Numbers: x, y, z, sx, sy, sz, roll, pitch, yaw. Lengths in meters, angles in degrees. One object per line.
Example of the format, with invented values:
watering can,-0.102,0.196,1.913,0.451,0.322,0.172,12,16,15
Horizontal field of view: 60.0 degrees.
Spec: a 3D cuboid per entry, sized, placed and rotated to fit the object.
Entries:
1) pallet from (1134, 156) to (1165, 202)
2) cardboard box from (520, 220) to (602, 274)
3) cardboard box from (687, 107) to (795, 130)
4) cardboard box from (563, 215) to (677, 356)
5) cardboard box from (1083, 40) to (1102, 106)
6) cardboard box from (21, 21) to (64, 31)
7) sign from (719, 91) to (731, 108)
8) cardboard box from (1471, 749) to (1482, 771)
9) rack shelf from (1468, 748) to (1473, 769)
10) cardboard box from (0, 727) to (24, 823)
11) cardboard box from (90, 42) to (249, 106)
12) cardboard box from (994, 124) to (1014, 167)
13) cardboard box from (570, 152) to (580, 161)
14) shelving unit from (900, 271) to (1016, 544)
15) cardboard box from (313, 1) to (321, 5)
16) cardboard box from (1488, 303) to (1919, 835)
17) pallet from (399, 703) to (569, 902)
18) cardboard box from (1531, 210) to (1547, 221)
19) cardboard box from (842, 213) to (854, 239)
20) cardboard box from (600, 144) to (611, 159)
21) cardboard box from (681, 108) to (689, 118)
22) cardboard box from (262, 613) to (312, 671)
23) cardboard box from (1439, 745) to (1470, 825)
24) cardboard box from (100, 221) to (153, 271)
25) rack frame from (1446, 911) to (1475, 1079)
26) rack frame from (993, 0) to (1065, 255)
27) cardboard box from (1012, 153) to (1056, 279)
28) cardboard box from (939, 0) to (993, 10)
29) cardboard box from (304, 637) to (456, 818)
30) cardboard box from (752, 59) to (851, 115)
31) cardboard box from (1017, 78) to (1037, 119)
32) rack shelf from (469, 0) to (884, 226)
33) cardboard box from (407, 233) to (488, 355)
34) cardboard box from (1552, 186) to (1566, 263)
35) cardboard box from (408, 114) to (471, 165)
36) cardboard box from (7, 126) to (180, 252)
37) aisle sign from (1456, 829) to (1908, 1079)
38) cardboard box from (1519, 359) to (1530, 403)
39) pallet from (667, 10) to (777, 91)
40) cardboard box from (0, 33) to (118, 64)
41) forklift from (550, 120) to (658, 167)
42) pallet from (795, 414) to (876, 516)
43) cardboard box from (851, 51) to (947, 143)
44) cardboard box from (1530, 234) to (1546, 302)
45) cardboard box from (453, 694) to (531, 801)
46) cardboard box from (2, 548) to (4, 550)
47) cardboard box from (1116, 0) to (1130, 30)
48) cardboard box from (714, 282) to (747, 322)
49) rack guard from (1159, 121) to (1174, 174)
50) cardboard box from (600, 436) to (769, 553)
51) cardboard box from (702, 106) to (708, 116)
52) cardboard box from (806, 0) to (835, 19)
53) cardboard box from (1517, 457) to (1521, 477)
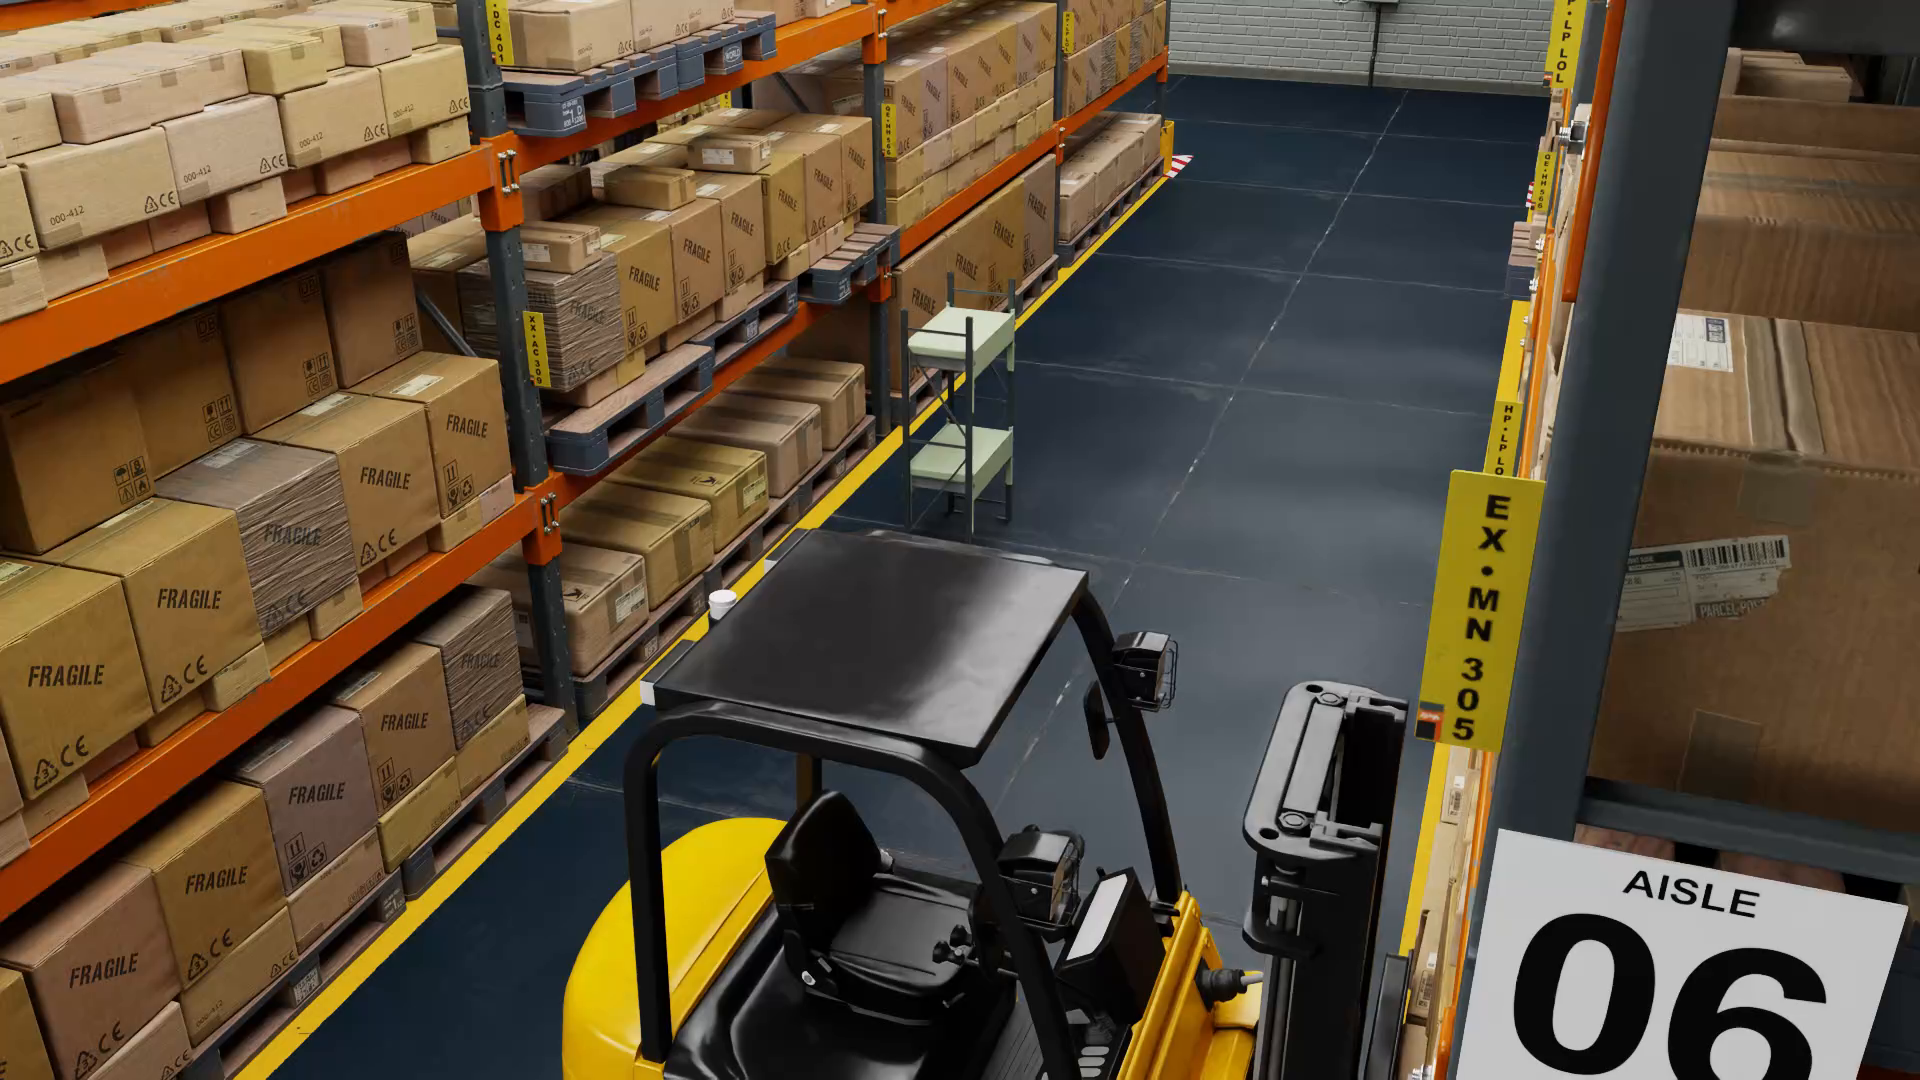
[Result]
pallet,1.512,-3.820,17.397,1.003,0.211,1.213,9,27,17
cardboard box,-1.799,-1.285,7.280,0.380,0.149,0.250,9,27,17
cardboard box,-1.326,-2.344,10.211,0.500,0.500,0.500,8,27,16
cardboard box,-1.697,-1.208,7.866,0.500,0.500,0.500,9,27,18
cardboard box,0.947,-4.177,14.820,0.500,0.500,0.500,9,27,18
cardboard box,-9.042,-4.819,16.146,0.500,0.500,0.500,10,27,19
sign,-1.483,-2.728,10.613,0.100,0.325,0.005,9,27,17
cardboard box,1.674,0.759,4.626,0.500,0.500,0.500,8,27,17
rack shelf,1.727,1.380,4.282,1.077,0.370,4.000,9,27,17
cardboard box,-3.032,0.614,4.584,0.500,0.500,0.500,10,27,19
cardboard box,-2.521,-1.487,5.310,0.380,0.149,0.250,8,27,16
cardboard box,0.105,-3.069,12.819,0.500,0.250,0.500,8,27,16
cardboard box,-3.871,-3.837,16.340,0.380,0.149,0.250,10,28,20
shelving unit,-0.002,-0.672,9.417,0.431,1.500,0.755,9,27,17
cardboard box,-7.703,-6.232,19.467,0.380,0.149,0.250,9,27,18
cardboard box,0.979,0.032,2.088,0.500,0.500,0.500,10,27,19
pallet,-2.479,1.053,7.334,1.003,0.211,1.213,9,27,17
cardboard box,3.770,-2.011,10.152,0.500,0.250,0.500,7,27,15
cardboard box,-0.866,-1.914,10.067,0.380,0.149,0.250,9,27,18
cardboard box,-3.767,-3.923,16.858,0.380,0.149,0.250,7,27,15
cardboard box,-3.185,-4.693,18.109,0.380,0.149,0.250,8,27,15
cardboard box,-2.557,0.325,5.926,0.380,0.149,0.250,8,27,17
cardboard box,1.936,0.987,5.796,0.500,0.250,0.500,8,27,17
cardboard box,-2.711,-0.925,5.065,0.380,0.149,0.250,8,27,17
rack frame,1.062,1.879,2.428,1.000,3.000,0.127,9,27,17
rack frame,0.373,-3.771,14.097,1.000,3.000,0.127,9,27,17
cardboard box,0.242,-2.737,13.918,0.875,0.875,0.875,10,27,19
cardboard box,-0.045,-4.127,13.570,0.500,0.500,0.500,9,27,18
cardboard box,-2.401,0.719,6.636,0.500,0.500,0.500,9,27,18
cardboard box,-1.033,-2.873,10.979,0.500,0.500,0.500,8,27,16
cardboard box,0.296,-3.506,13.147,0.500,0.250,0.500,9,27,19
rack shelf,-1.624,-2.332,8.507,1.077,0.370,4.000,9,27,17
cardboard box,-2.352,-1.074,7.589,0.500,0.500,0.500,8,27,16
cardboard box,1.701,-0.780,4.169,0.380,0.149,0.250,10,27,19
cardboard box,-2.106,-1.546,6.348,0.380,0.149,0.250,9,27,18
cardboard box,-2.688,-1.053,4.872,0.500,0.250,0.500,9,27,19
aisle sign,0.763,0.693,1.894,0.394,0.787,0.004,9,27,17
cardboard box,2.459,-0.604,6.696,0.380,0.149,0.250,8,27,16
pallet,-1.641,-2.414,8.067,1.213,0.211,1.003,9,27,17
cardboard box,-3.005,-1.566,5.473,0.380,0.149,0.250,8,27,16
forklift,-2.713,-2.286,11.109,1.130,2.935,3.031,10,27,19
pallet,-1.220,-0.551,10.646,1.003,0.211,1.213,9,27,17
cardboard box,-0.408,-2.995,11.231,0.500,0.500,0.500,9,27,18
cardboard box,3.322,-1.423,8.846,0.500,0.250,0.500,9,27,17
cardboard box,-2.233,0.847,7.232,0.500,0.250,0.500,10,28,20
cardboard box,-3.172,0.103,5.640,0.500,0.500,0.500,9,27,18
cardboard box,1.285,-5.049,15.474,0.500,0.500,0.500,9,27,17
cardboard box,-1.347,-1.272,8.742,0.380,0.149,0.250,10,28,19
rack guard,1.712,-4.300,18.057,1.175,0.500,0.348,9,27,17
cardboard box,-1.651,-0.288,9.435,0.950,0.372,0.625,10,27,19
cardboard box,-3.042,-4.773,18.614,0.380,0.149,0.250,8,27,16
cardboard box,-0.940,-3.101,9.559,0.380,0.149,0.250,9,27,17
cardboard box,2.007,-0.148,5.413,0.380,0.149,0.250,9,27,18
